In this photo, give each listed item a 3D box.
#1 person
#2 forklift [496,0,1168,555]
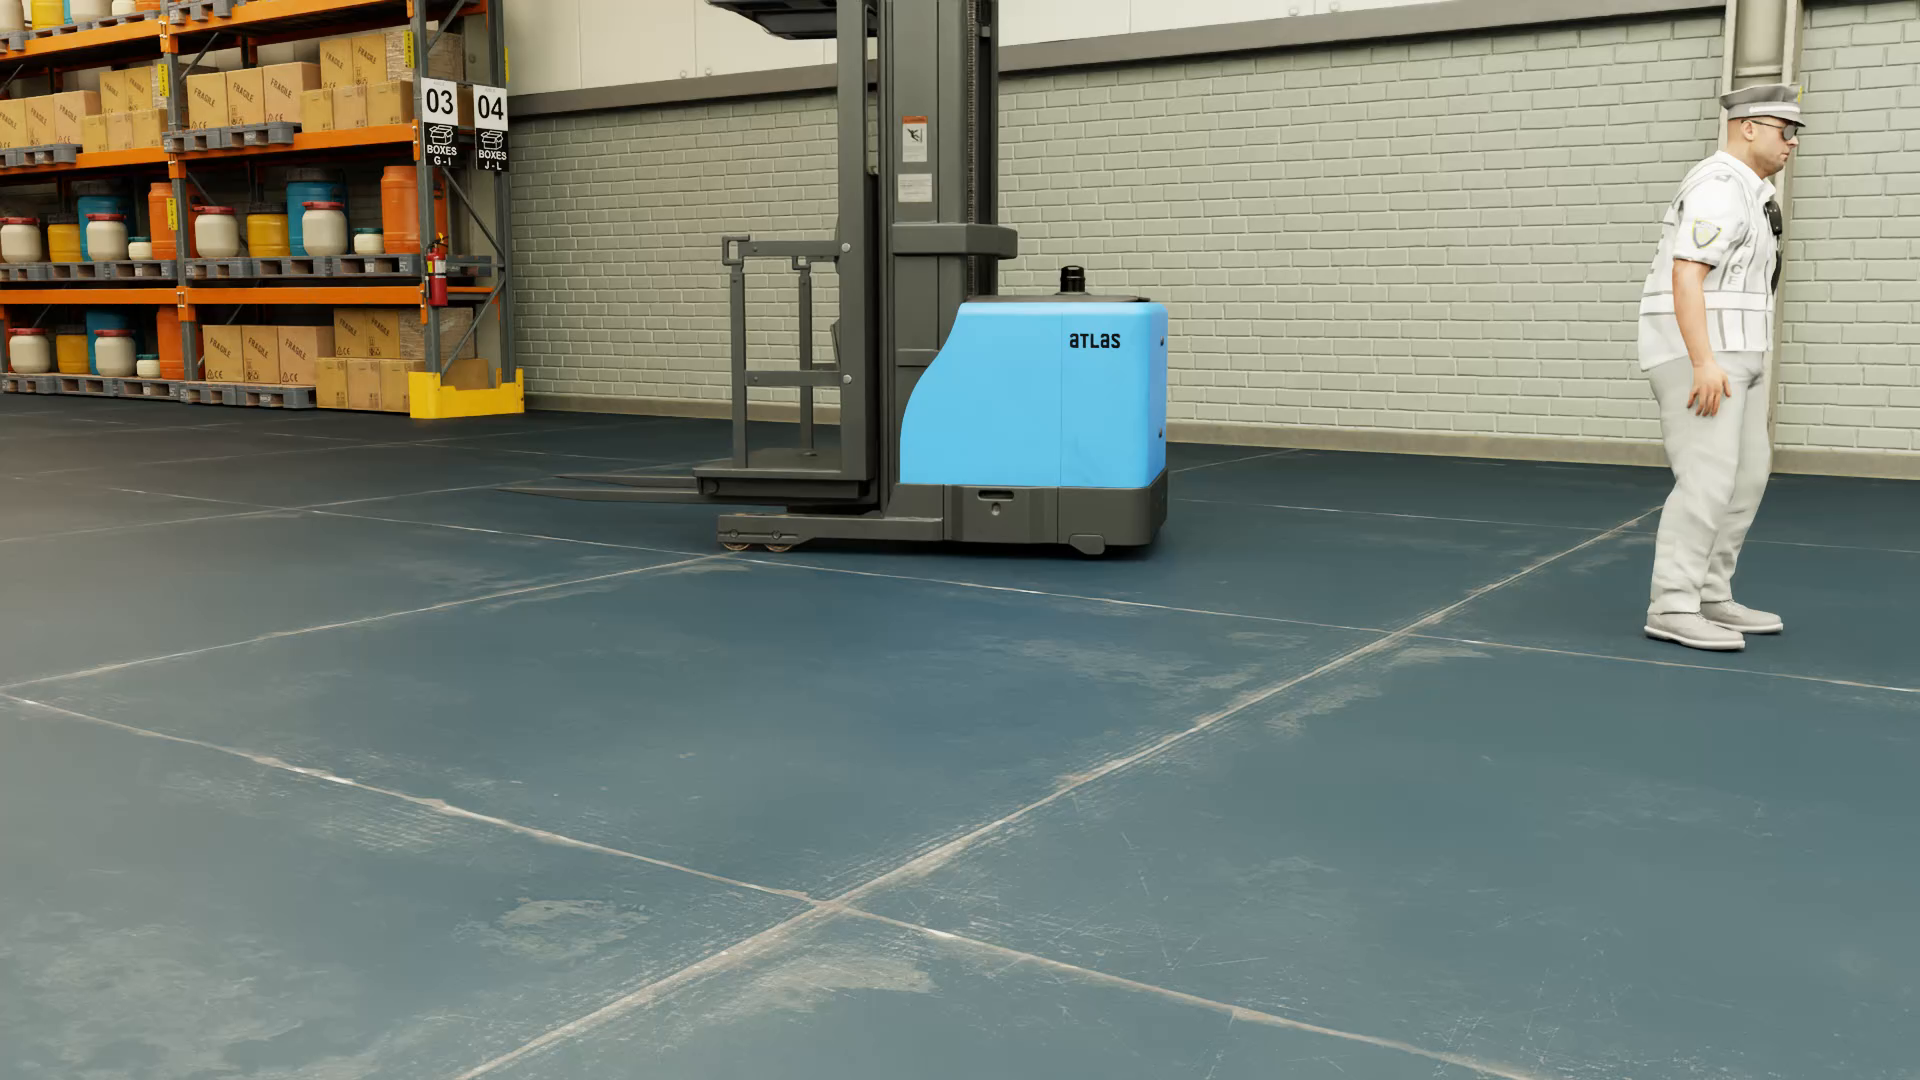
[{"bbox_3d":[2.428,-0.561,5.346,0.443,1.745,0.600,7,11,39],"label":"person"},{"bbox_3d":[-0.596,-1.469,7.520,3.031,2.935,1.130,2,8,12],"label":"forklift"}]
